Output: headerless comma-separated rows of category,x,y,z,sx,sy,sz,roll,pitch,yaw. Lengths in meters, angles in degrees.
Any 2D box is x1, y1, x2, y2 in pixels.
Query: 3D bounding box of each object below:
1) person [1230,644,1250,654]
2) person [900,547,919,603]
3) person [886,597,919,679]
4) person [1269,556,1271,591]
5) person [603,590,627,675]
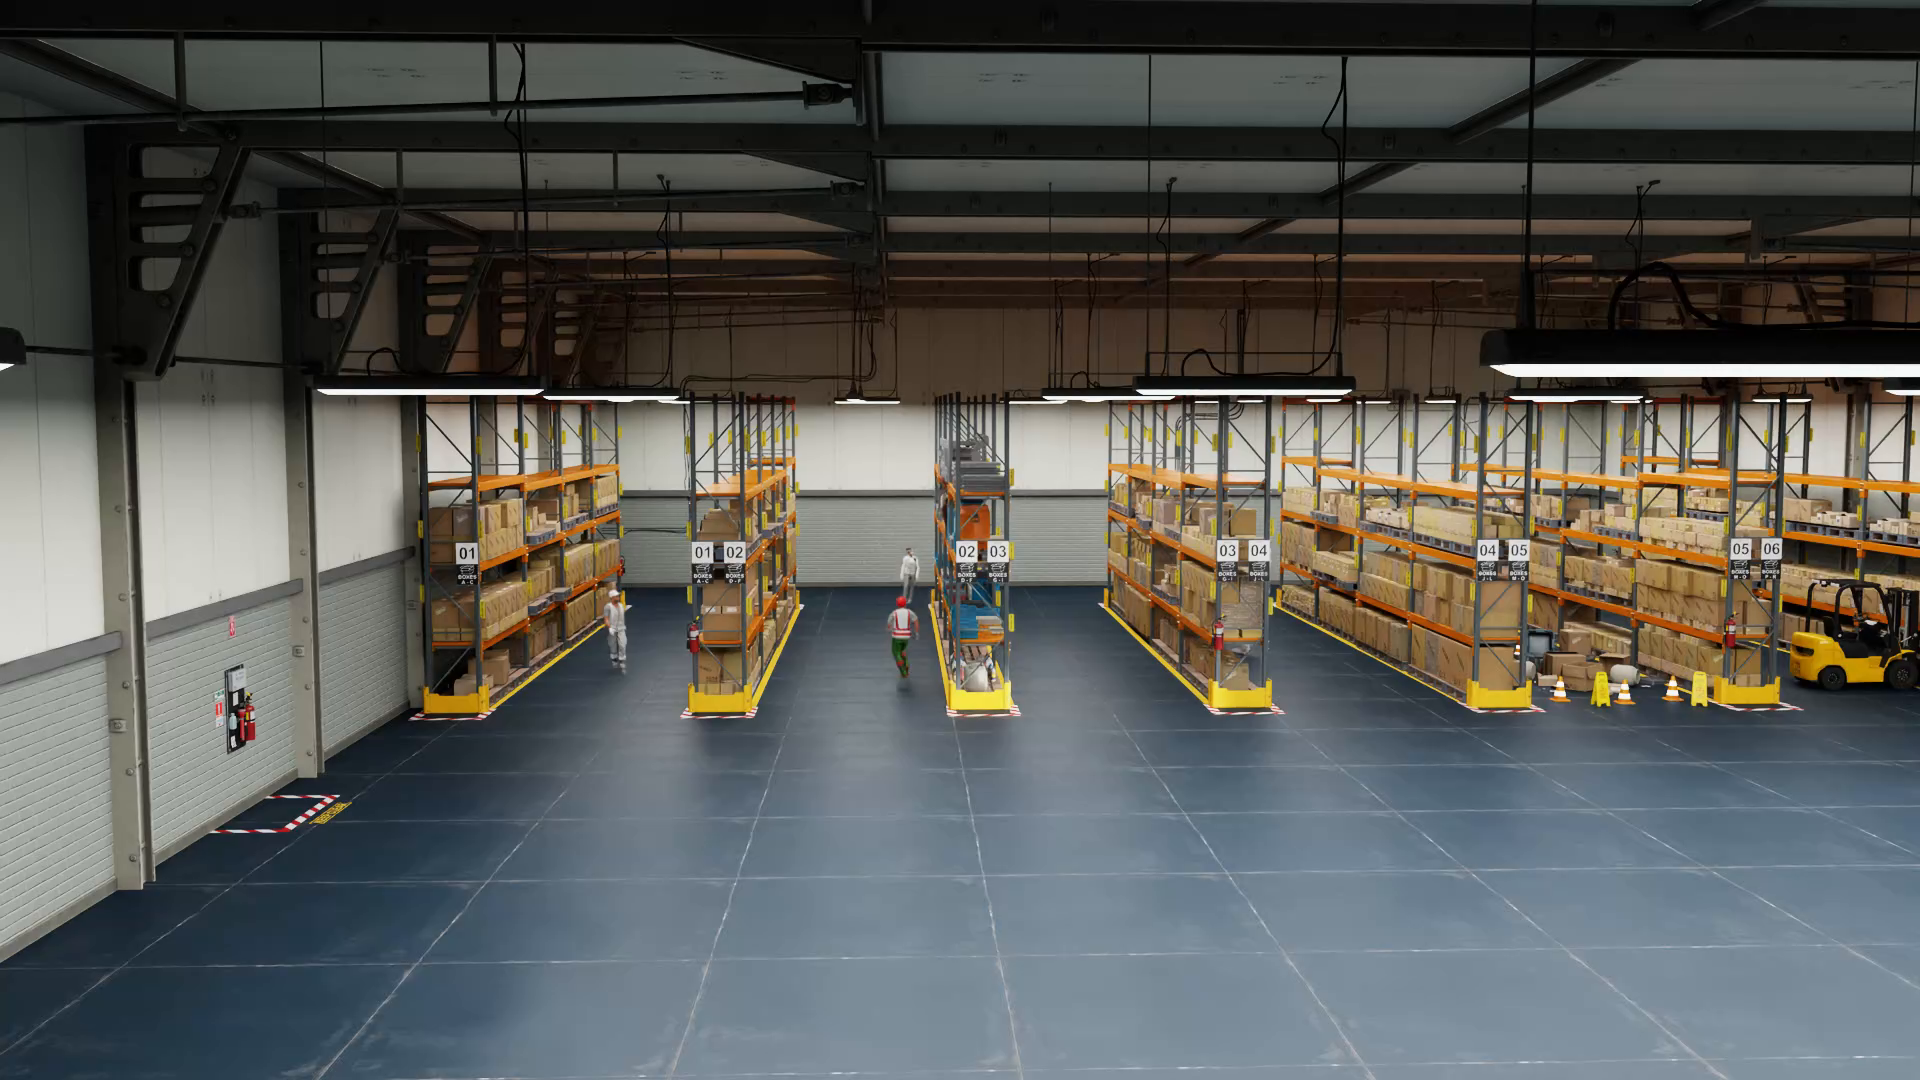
person,6.555,1.774,38.543,0.546,1.733,0.596,1,5,7
person,-1.466,1.029,48.118,0.550,1.674,0.672,0,5,-3
person,-1.273,2.037,35.120,0.682,1.718,0.660,-3,6,-35
person,9.081,0.854,50.062,0.556,1.733,1.000,2,5,23
person,-7.398,1.959,35.699,0.491,1.762,0.898,-1,5,-11
